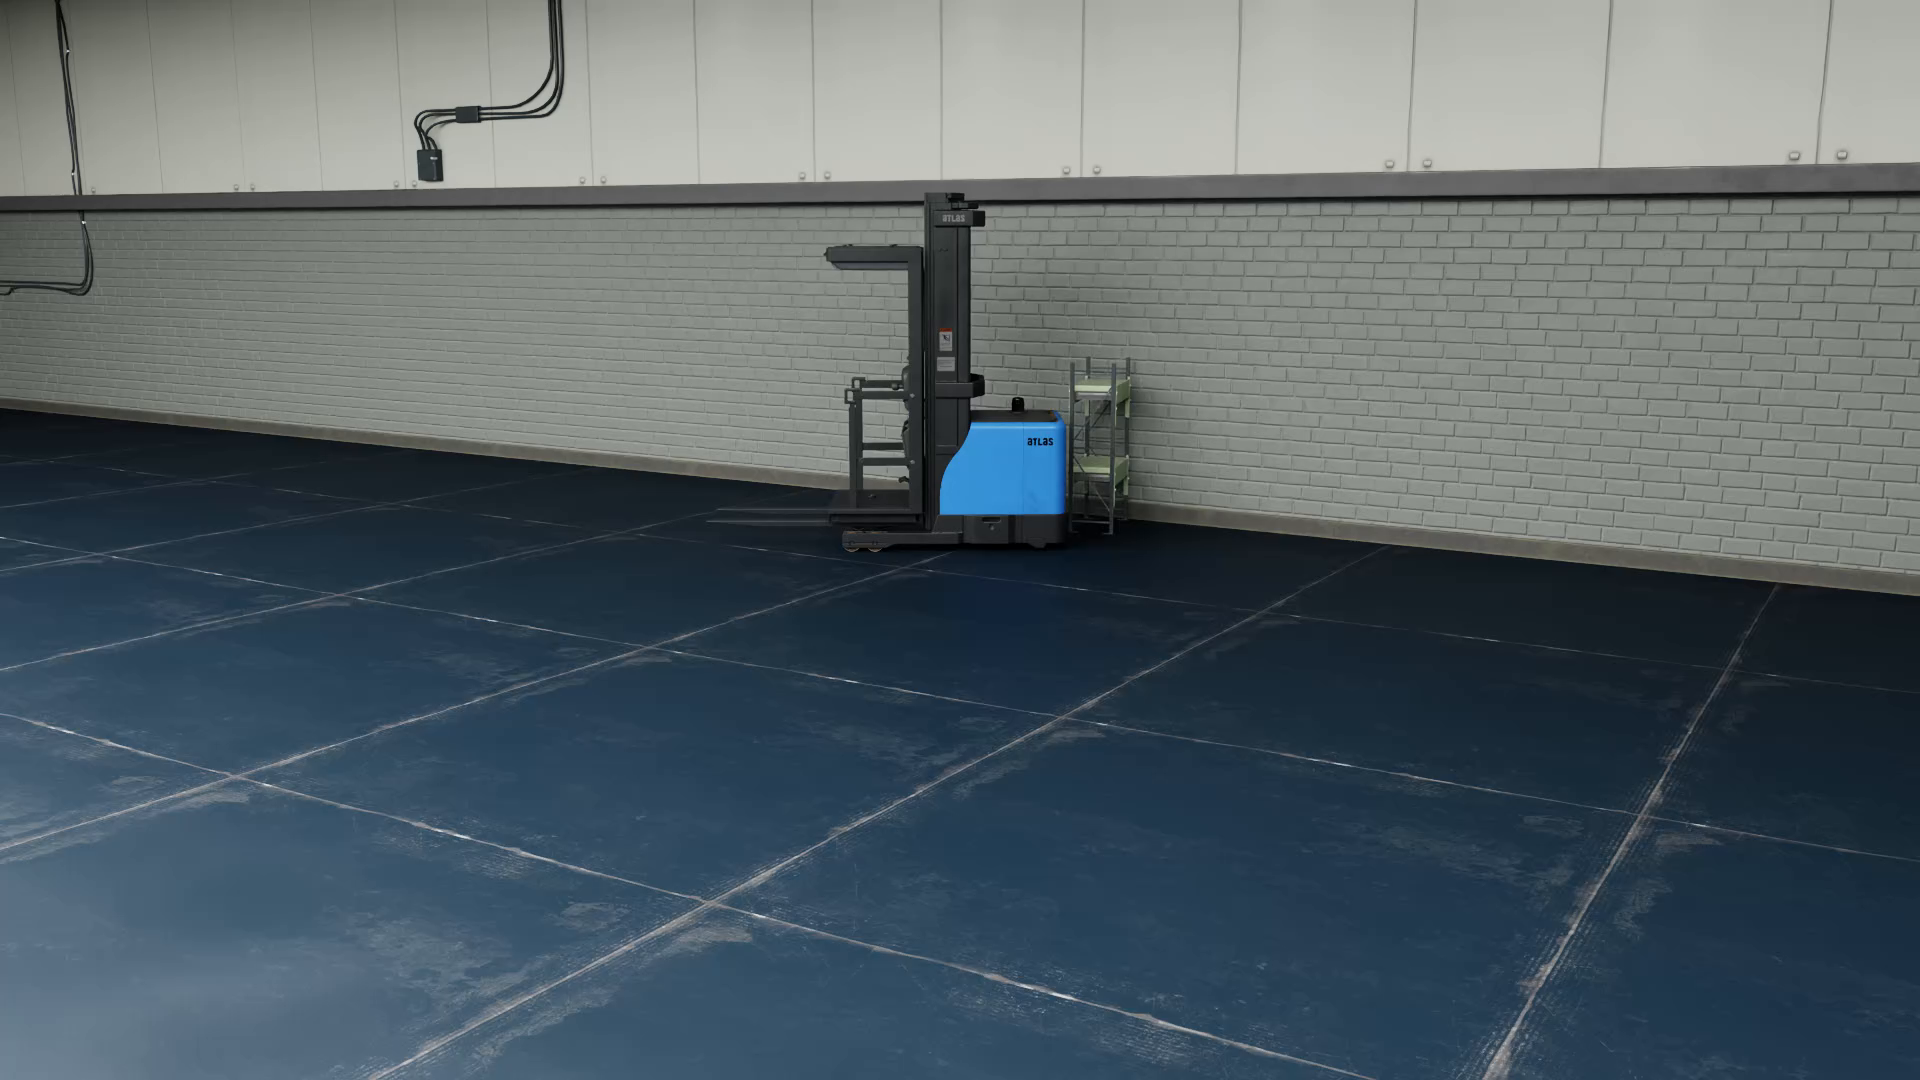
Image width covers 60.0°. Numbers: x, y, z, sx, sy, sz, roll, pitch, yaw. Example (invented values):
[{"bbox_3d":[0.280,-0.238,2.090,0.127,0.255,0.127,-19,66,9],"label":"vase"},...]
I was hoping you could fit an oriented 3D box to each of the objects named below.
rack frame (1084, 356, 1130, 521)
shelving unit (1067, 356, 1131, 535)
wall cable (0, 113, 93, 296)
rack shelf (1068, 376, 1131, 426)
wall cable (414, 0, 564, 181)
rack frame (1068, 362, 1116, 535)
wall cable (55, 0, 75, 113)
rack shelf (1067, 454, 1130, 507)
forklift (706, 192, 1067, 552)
[{"bbox_3d":[1.347,-0.927,15.242,0.400,1.500,0.023,3,11,15],"label":"rack frame"},{"bbox_3d":[1.250,-0.862,14.895,0.431,1.500,0.755,3,11,15],"label":"shelving unit"},{"bbox_3d":[-13.443,-4.766,23.813,3.097,2.526,0.112,6,12,31],"label":"wall cable"},{"bbox_3d":[1.250,-1.245,14.823,0.431,0.370,0.720,3,11,15],"label":"rack shelf"},{"bbox_3d":[-5.338,-7.055,18.356,2.305,6.003,0.169,6,12,31],"label":"wall cable"},{"bbox_3d":[1.154,-0.797,14.548,0.400,1.500,0.023,3,11,15],"label":"rack frame"},{"bbox_3d":[-11.131,-6.990,21.967,3.097,2.526,0.112,6,12,31],"label":"wall cable"},{"bbox_3d":[1.250,-0.541,14.955,0.431,0.370,0.720,3,11,15],"label":"rack shelf"},{"bbox_3d":[-0.623,-1.440,14.096,3.031,2.935,1.130,0,11,0],"label":"forklift"}]
